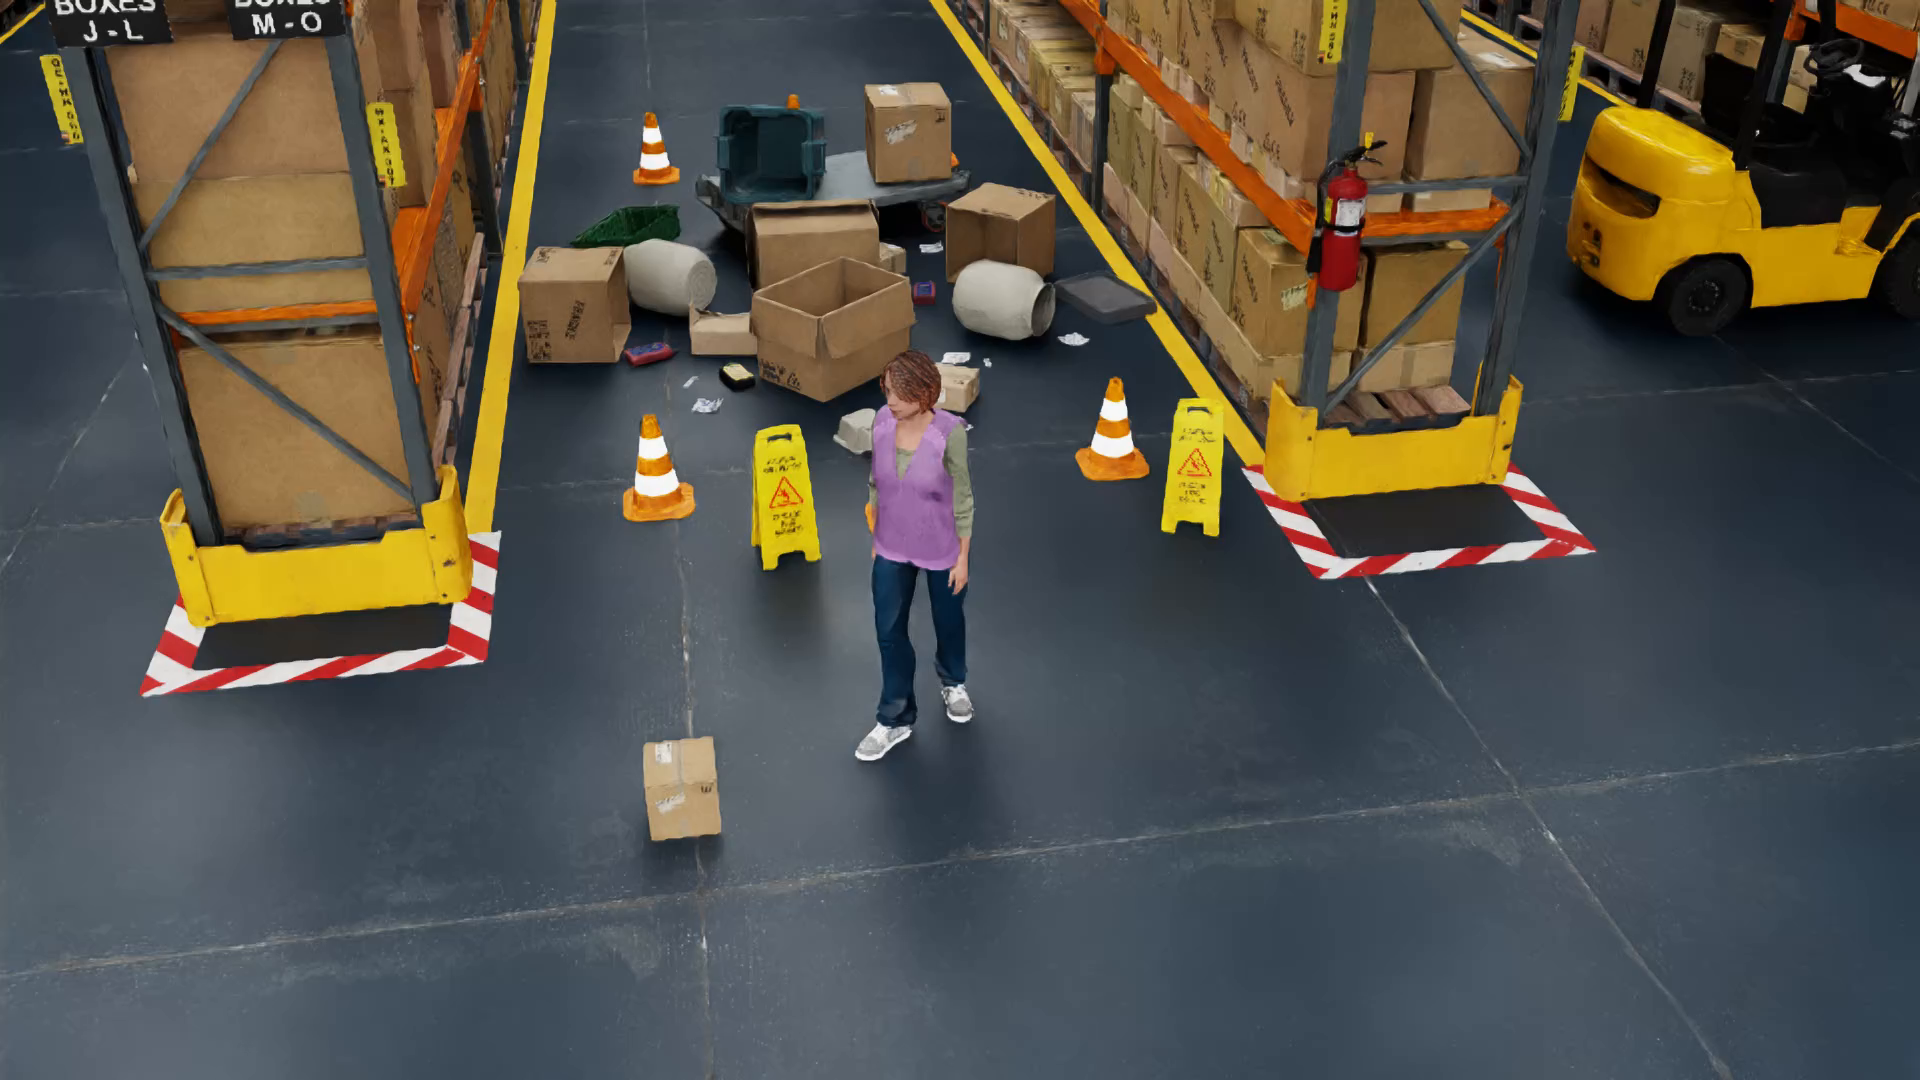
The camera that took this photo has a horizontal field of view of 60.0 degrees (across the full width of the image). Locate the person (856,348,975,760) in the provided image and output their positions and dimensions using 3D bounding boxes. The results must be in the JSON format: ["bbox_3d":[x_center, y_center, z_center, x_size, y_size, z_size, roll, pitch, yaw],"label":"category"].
[{"bbox_3d":[-0.152,0.050,6.056,0.417,1.597,0.550,9,32,15],"label":"person"}]
